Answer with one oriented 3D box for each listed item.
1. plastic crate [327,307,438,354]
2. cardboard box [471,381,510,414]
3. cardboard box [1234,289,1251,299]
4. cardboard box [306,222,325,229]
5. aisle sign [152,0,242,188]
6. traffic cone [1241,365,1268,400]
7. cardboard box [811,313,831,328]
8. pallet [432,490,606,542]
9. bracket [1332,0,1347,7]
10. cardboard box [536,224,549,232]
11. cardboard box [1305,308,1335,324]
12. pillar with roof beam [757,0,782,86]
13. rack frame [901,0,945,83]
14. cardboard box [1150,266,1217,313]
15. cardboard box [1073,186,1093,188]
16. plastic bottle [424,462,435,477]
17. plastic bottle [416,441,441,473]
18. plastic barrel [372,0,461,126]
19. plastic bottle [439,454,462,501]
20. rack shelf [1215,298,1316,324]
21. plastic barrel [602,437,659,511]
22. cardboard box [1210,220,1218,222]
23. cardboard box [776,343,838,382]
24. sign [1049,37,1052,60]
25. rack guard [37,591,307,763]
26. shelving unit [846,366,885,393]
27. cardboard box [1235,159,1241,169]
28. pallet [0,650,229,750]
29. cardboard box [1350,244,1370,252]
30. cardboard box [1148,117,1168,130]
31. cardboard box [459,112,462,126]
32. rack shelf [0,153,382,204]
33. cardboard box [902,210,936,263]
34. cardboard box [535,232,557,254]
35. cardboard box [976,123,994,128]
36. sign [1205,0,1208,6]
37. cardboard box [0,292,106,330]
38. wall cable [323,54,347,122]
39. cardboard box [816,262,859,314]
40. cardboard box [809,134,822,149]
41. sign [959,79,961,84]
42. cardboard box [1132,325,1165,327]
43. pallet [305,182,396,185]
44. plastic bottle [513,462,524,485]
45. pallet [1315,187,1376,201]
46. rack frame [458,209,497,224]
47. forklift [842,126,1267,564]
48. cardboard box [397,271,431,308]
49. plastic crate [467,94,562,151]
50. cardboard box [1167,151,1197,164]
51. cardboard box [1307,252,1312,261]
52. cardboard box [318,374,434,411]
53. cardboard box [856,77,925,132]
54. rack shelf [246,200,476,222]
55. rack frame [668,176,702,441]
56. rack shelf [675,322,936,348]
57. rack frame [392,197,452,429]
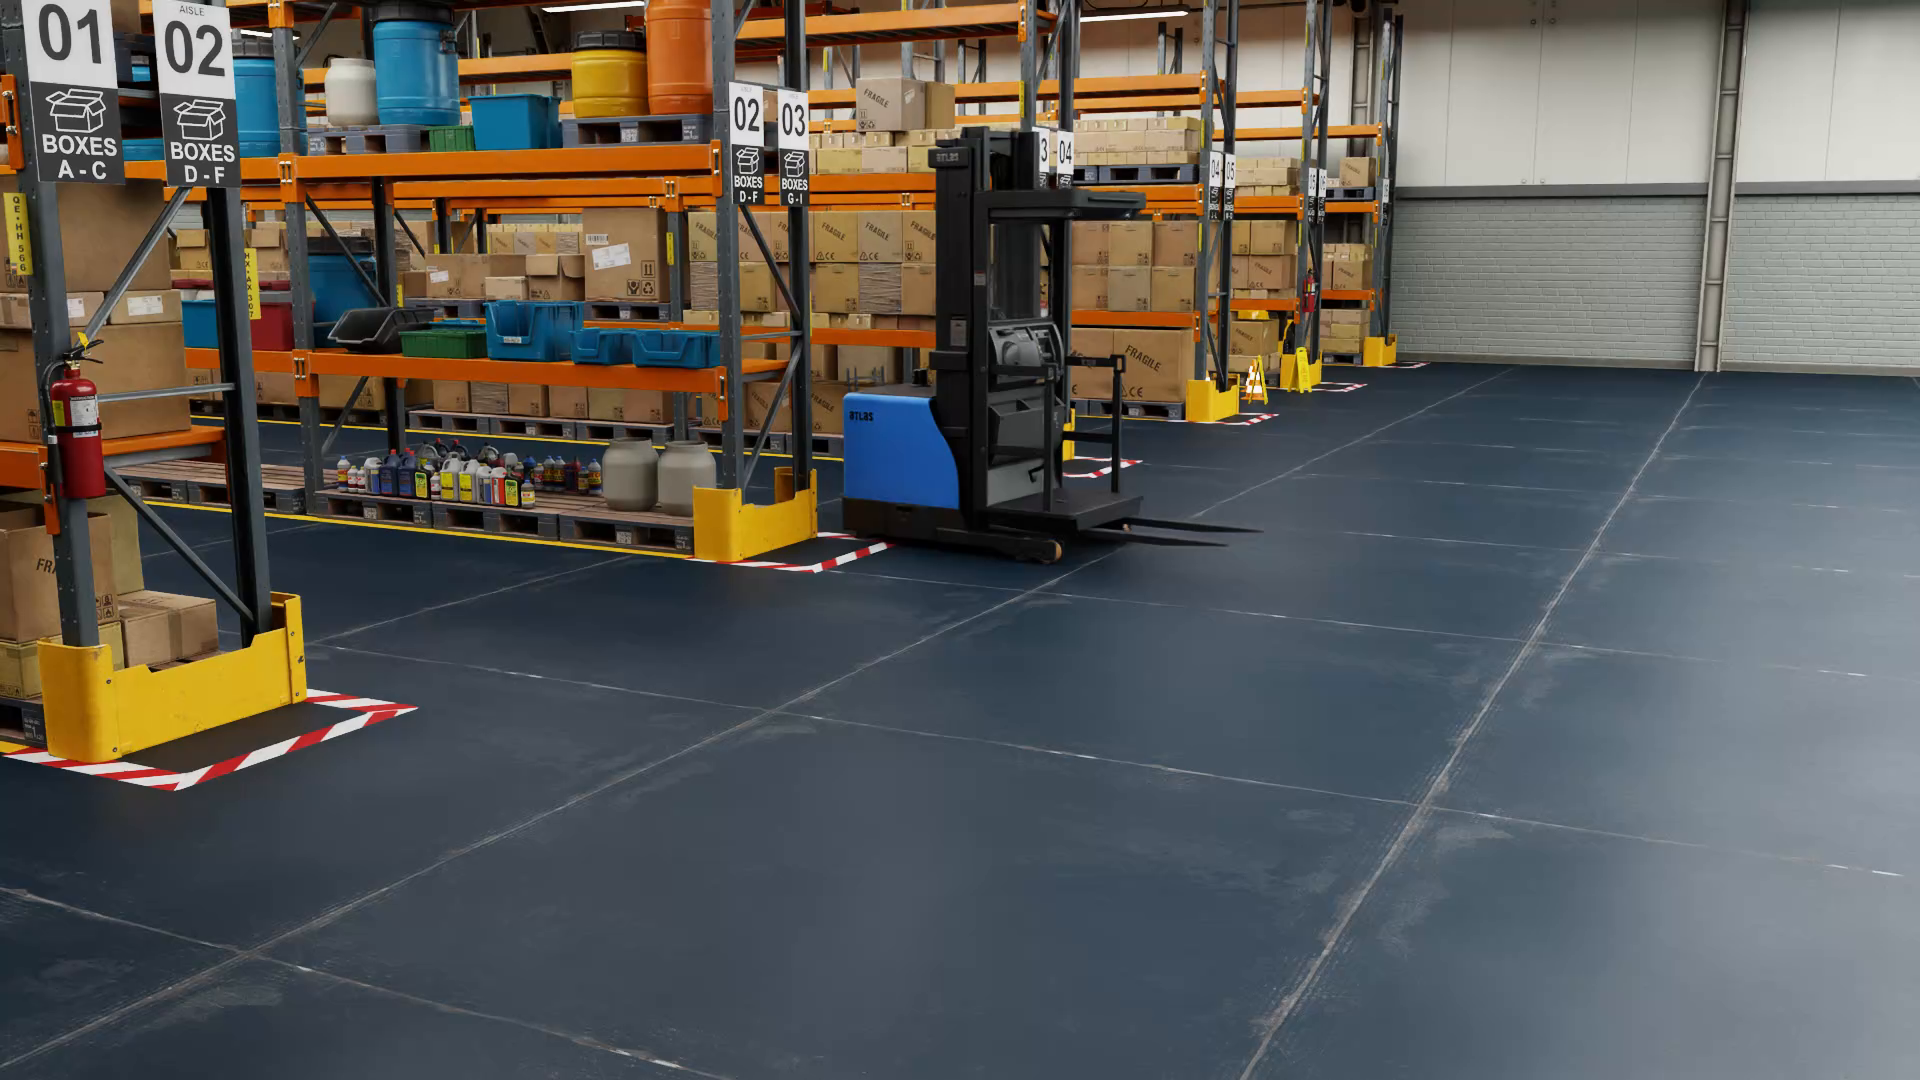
[{"bbox_3d":[-4.536,-1.652,13.107,0.504,0.338,0.767,5,11,26],"label":"plastic crate"},{"bbox_3d":[-5.232,-1.745,19.233,0.500,0.500,0.700,4,11,21],"label":"cardboard box"},{"bbox_3d":[4.288,-3.700,24.956,0.250,0.149,0.380,5,11,25],"label":"cardboard box"},{"bbox_3d":[-10.036,-4.791,26.356,0.500,0.500,0.500,5,11,25],"label":"cardboard box"},{"bbox_3d":[-3.362,-1.961,7.341,0.004,0.787,0.394,5,11,26],"label":"aisle sign"},{"bbox_3d":[4.072,-2.178,22.963,0.334,0.463,0.336,5,11,26],"label":"traffic cone"},{"bbox_3d":[-1.347,-2.230,16.835,0.250,0.149,0.380,5,11,26],"label":"cardboard box"},{"bbox_3d":[-3.267,-0.216,12.831,1.213,0.211,1.003,5,11,26],"label":"pallet"},{"bbox_3d":[6.653,-9.493,29.309,0.430,0.232,0.235,5,11,26],"label":"bracket"},{"bbox_3d":[-7.566,-5.722,30.516,0.250,0.149,0.380,5,11,24],"label":"cardboard box"},{"bbox_3d":[6.396,-3.967,29.459,0.500,0.250,0.500,5,12,27],"label":"cardboard box"},{"bbox_3d":[-5.484,-8.004,31.188,0.548,9.000,9.100,5,11,26],"label":"pillar with roof beam"},{"bbox_3d":[-0.472,-6.271,21.611,0.127,3.000,1.000,5,11,26],"label":"rack frame"},{"bbox_3d":[2.762,-3.100,20.512,0.550,0.550,0.875,5,11,26],"label":"cardboard box"},{"bbox_3d":[1.901,-5.588,25.844,0.500,0.250,0.500,5,11,25],"label":"cardboard box"},{"bbox_3d":[-4.091,-0.467,12.815,0.097,0.271,0.097,0,10,0],"label":"plastic bottle"},{"bbox_3d":[-4.308,-0.629,13.485,0.185,0.351,0.144,5,11,26],"label":"plastic bottle"},{"bbox_3d":[-4.104,-3.577,12.565,0.708,0.901,0.600,5,11,26],"label":"plastic barrel"},{"bbox_3d":[-3.858,-0.478,12.654,0.185,0.351,0.144,5,11,25],"label":"plastic bottle"},{"bbox_3d":[3.421,-3.606,25.751,4.000,0.370,1.077,5,11,26],"label":"rack shelf"},{"bbox_3d":[-2.435,-0.490,12.322,0.421,0.512,0.421,0,10,0],"label":"plastic barrel"},{"bbox_3d":[3.706,-4.560,25.080,0.500,0.500,0.700,5,11,25],"label":"cardboard box"},{"bbox_3d":[-1.932,-2.530,22.923,0.750,0.750,1.050,5,11,26],"label":"cardboard box"},{"bbox_3d":[1.387,-7.518,25.434,0.005,0.325,0.100,5,11,26],"label":"sign"},{"bbox_3d":[-3.535,0.594,7.543,0.348,0.500,1.175,5,11,26],"label":"rack guard"},{"bbox_3d":[-0.704,-0.738,12.893,0.258,1.200,0.189,-5,4,-22],"label":"shelving unit"},{"bbox_3d":[4.125,-5.598,24.784,0.250,0.149,0.380,5,11,26],"label":"cardboard box"},{"bbox_3d":[-4.261,0.681,7.875,1.213,0.211,1.003,5,11,26],"label":"pallet"},{"bbox_3d":[6.993,-5.105,29.075,0.250,0.149,0.380,5,11,26],"label":"cardboard box"},{"bbox_3d":[2.439,-4.997,19.999,0.250,0.149,0.380,5,11,26],"label":"cardboard box"},{"bbox_3d":[-5.584,-4.502,18.578,0.500,0.500,0.500,5,11,26],"label":"cardboard box"},{"bbox_3d":[-6.743,-3.023,14.110,4.000,0.370,1.077,5,11,26],"label":"rack shelf"},{"bbox_3d":[-0.224,-2.949,16.181,0.500,0.500,0.500,5,11,26],"label":"cardboard box"},{"bbox_3d":[-7.450,-5.403,30.572,0.500,0.500,0.500,5,11,26],"label":"cardboard box"},{"bbox_3d":[0.388,-5.177,20.994,0.250,0.149,0.380,5,11,25],"label":"cardboard box"},{"bbox_3d":[2.862,-6.369,19.307,0.005,0.325,0.100,5,11,26],"label":"sign"},{"bbox_3d":[-3.984,-1.006,7.263,0.250,0.149,0.380,5,11,25],"label":"cardboard box"},{"bbox_3d":[-12.758,-8.999,36.577,0.133,3.039,2.988,5,11,26],"label":"wall cable"},{"bbox_3d":[-1.025,-2.571,16.895,0.500,0.500,0.875,5,11,26],"label":"cardboard box"},{"bbox_3d":[-1.416,-3.962,16.575,0.250,0.149,0.380,5,11,25],"label":"cardboard box"},{"bbox_3d":[0.002,-8.589,31.574,0.005,0.325,0.100,5,11,26],"label":"sign"},{"bbox_3d":[2.987,-3.169,25.753,0.500,0.500,0.500,6,12,29],"label":"cardboard box"},{"bbox_3d":[-6.945,-4.275,19.538,1.003,0.211,1.213,6,12,28],"label":"pallet"},{"bbox_3d":[-3.520,-0.520,13.300,0.097,0.201,0.097,0,10,0],"label":"plastic bottle"},{"bbox_3d":[6.785,-6.088,29.269,1.213,0.211,1.003,5,11,26],"label":"pallet"},{"bbox_3d":[-9.134,-5.063,31.783,0.127,3.000,1.000,5,11,26],"label":"rack frame"},{"bbox_3d":[0.643,-1.385,11.654,3.031,2.935,1.130,7,12,32],"label":"forklift"},{"bbox_3d":[-6.660,-2.981,19.997,0.500,0.500,0.500,5,12,27],"label":"cardboard box"},{"bbox_3d":[-3.205,-2.999,11.999,0.575,0.384,0.392,5,11,26],"label":"plastic crate"},{"bbox_3d":[2.667,-4.584,19.959,0.250,0.149,0.380,5,11,26],"label":"cardboard box"},{"bbox_3d":[6.307,-5.013,29.405,0.250,0.149,0.380,5,11,25],"label":"cardboard box"},{"bbox_3d":[-6.954,-2.069,20.025,0.875,0.875,1.225,4,11,23],"label":"cardboard box"},{"bbox_3d":[-0.672,-4.219,16.176,0.500,0.500,0.500,5,11,26],"label":"cardboard box"},{"bbox_3d":[-9.440,-5.229,26.297,4.000,0.370,1.077,5,11,26],"label":"rack shelf"},{"bbox_3d":[-2.757,-2.535,17.813,0.127,3.000,1.000,5,11,26],"label":"rack frame"},{"bbox_3d":[-0.964,-2.023,17.006,4.000,0.370,1.077,5,11,26],"label":"rack shelf"},{"bbox_3d":[-6.345,-2.850,19.554,0.127,3.000,1.000,5,11,26],"label":"rack frame"}]
